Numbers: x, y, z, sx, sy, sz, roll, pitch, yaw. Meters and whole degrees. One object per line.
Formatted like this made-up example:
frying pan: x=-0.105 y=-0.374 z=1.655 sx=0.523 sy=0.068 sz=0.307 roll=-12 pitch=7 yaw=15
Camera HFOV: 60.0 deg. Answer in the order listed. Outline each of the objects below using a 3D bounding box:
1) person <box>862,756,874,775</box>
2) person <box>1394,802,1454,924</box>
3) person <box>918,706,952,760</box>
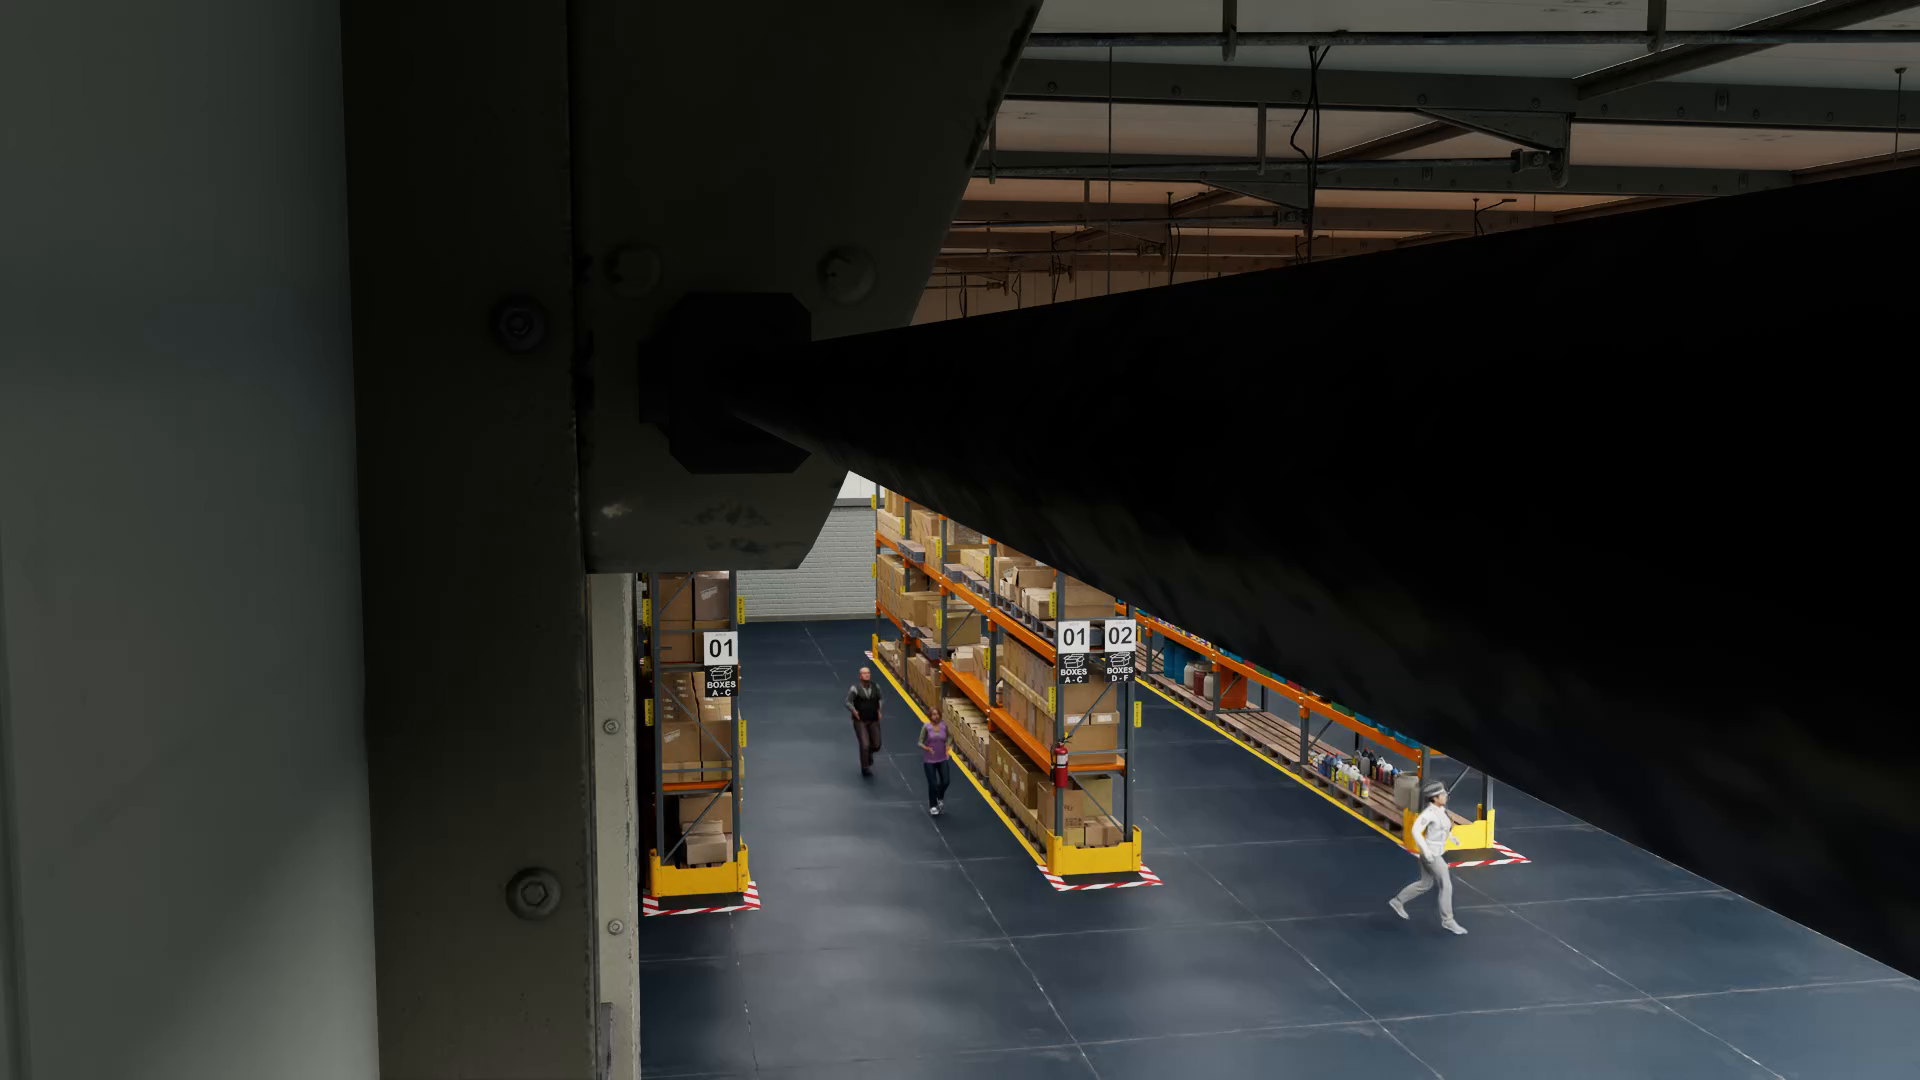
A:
person: x=-1.442 y=3.460 z=26.143 sx=0.257 sy=0.388 sz=0.547 roll=-2 pitch=6 yaw=-19
person: x=5.262 y=3.636 z=18.837 sx=0.683 sy=1.359 sz=0.621 roll=2 pitch=6 yaw=19
person: x=-0.323 y=2.754 z=23.459 sx=0.524 sy=0.792 sz=0.523 roll=-1 pitch=6 yaw=-13
